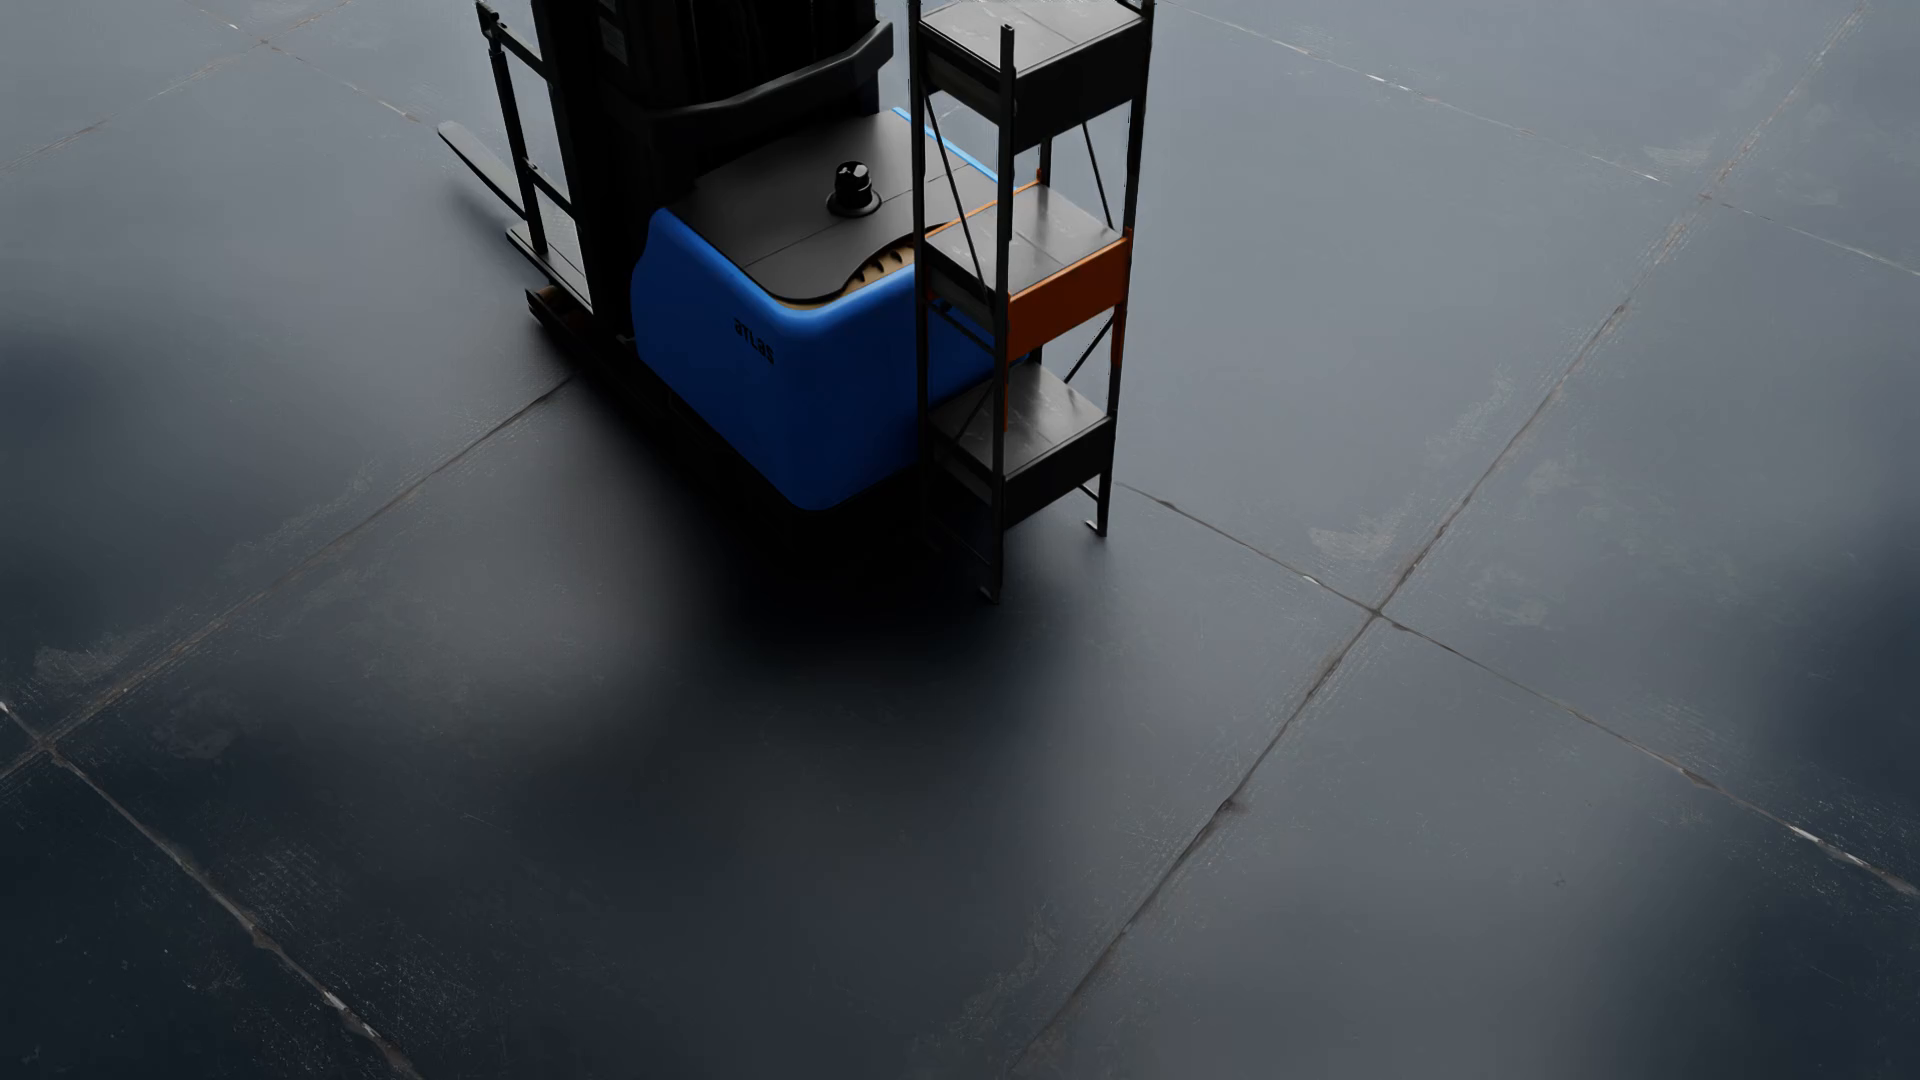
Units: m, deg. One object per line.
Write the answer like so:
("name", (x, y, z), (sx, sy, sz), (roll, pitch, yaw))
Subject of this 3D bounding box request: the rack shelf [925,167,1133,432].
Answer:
("rack shelf", (0.186, -0.725, 5.009), (0.480, 0.518, 0.431), (-31, 54, -26))

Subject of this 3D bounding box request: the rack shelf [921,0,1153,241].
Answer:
("rack shelf", (0.186, -1.209, 4.503), (0.480, 0.518, 0.431), (-31, 54, -26))

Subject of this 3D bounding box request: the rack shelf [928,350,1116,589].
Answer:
("rack shelf", (0.186, -0.242, 5.516), (0.480, 0.518, 0.431), (-31, 54, -26))

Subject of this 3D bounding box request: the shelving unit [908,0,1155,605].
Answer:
("shelving unit", (0.186, -0.735, 5.000), (0.503, 2.100, 0.431), (-31, 54, -26))

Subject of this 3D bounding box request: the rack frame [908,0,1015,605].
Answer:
("rack frame", (-0.001, -0.621, 4.892), (0.015, 2.100, 0.400), (-31, 54, -26))

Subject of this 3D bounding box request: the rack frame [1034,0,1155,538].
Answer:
("rack frame", (0.374, -0.848, 5.108), (0.015, 2.100, 0.400), (-31, 54, -26))

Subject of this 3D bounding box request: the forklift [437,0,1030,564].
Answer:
("forklift", (-1.036, -1.938, 5.575), (1.130, 2.935, 3.031), (-30, 53, -26))
